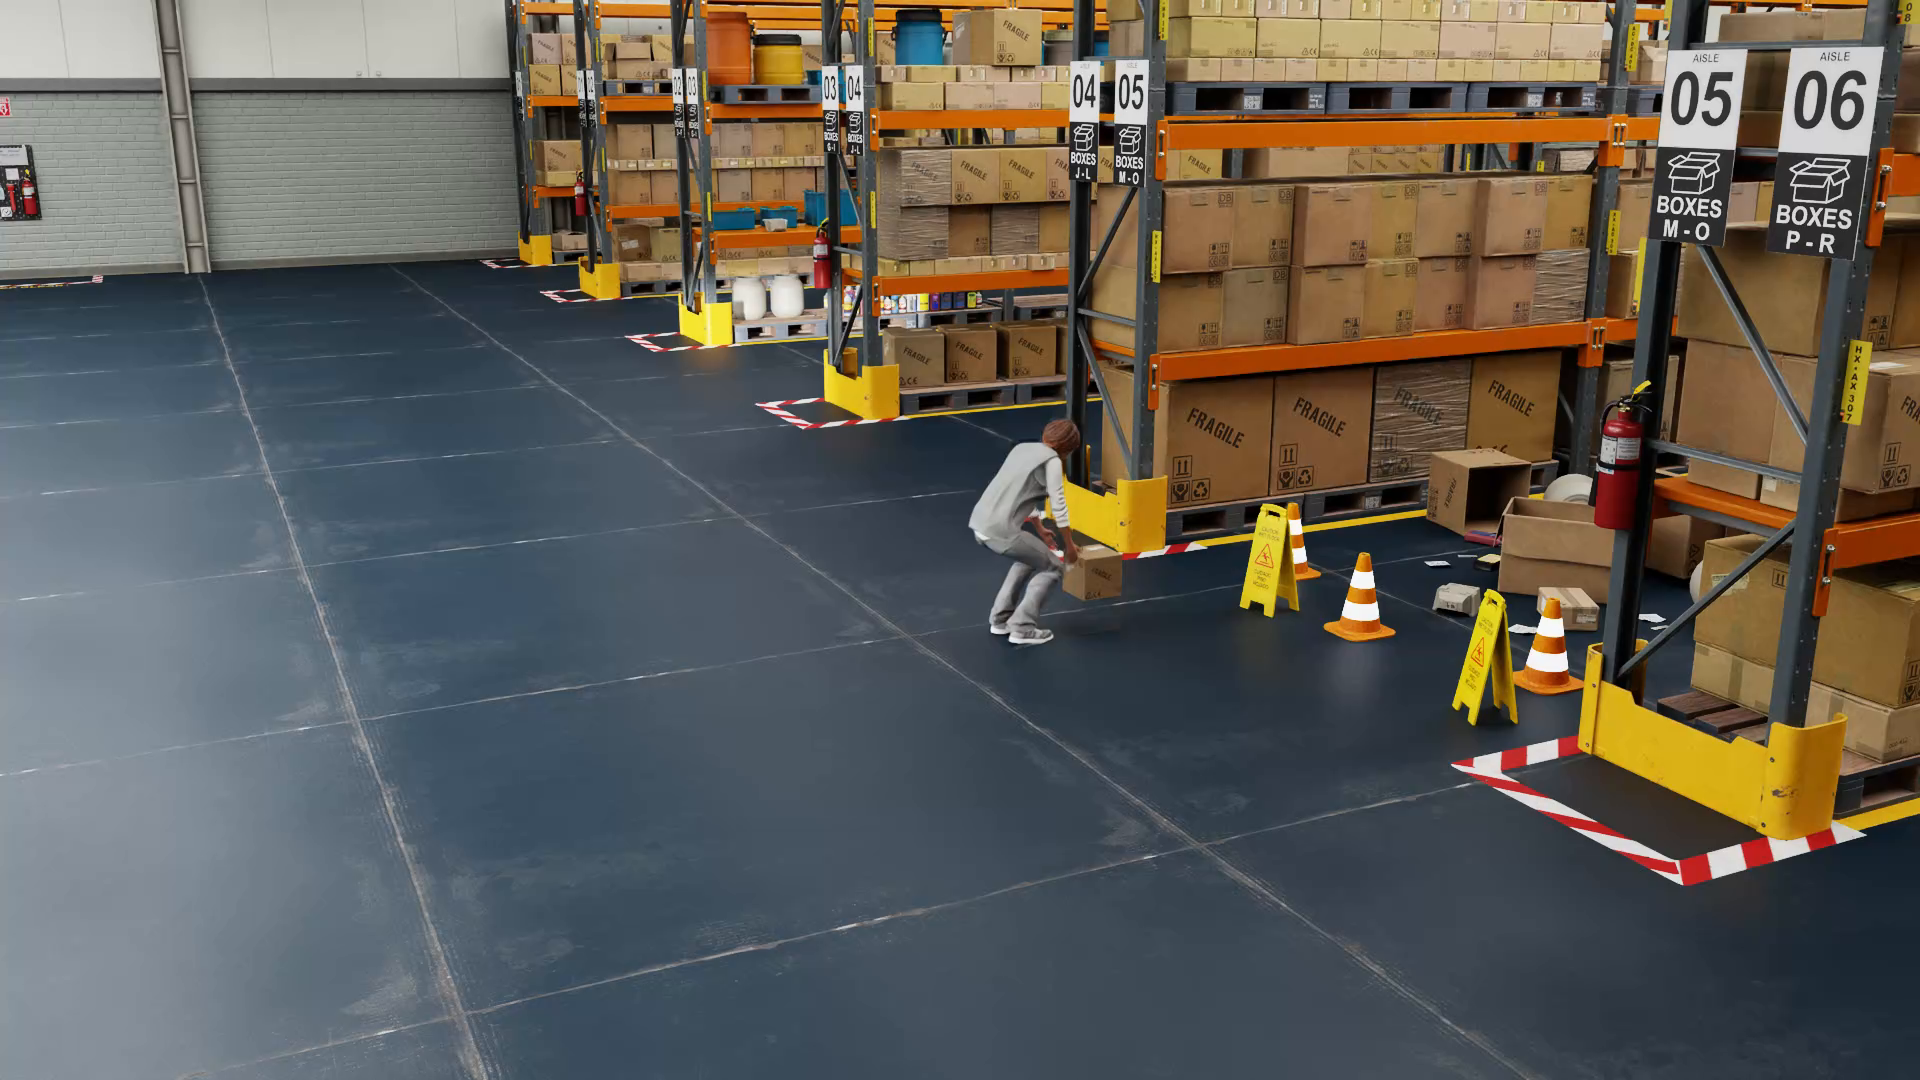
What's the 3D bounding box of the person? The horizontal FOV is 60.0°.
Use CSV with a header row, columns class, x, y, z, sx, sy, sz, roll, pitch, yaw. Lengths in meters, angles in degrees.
class,x,y,z,sx,sy,sz,roll,pitch,yaw
person,0.367,-0.046,9.408,0.685,1.230,0.463,-7,17,-25
